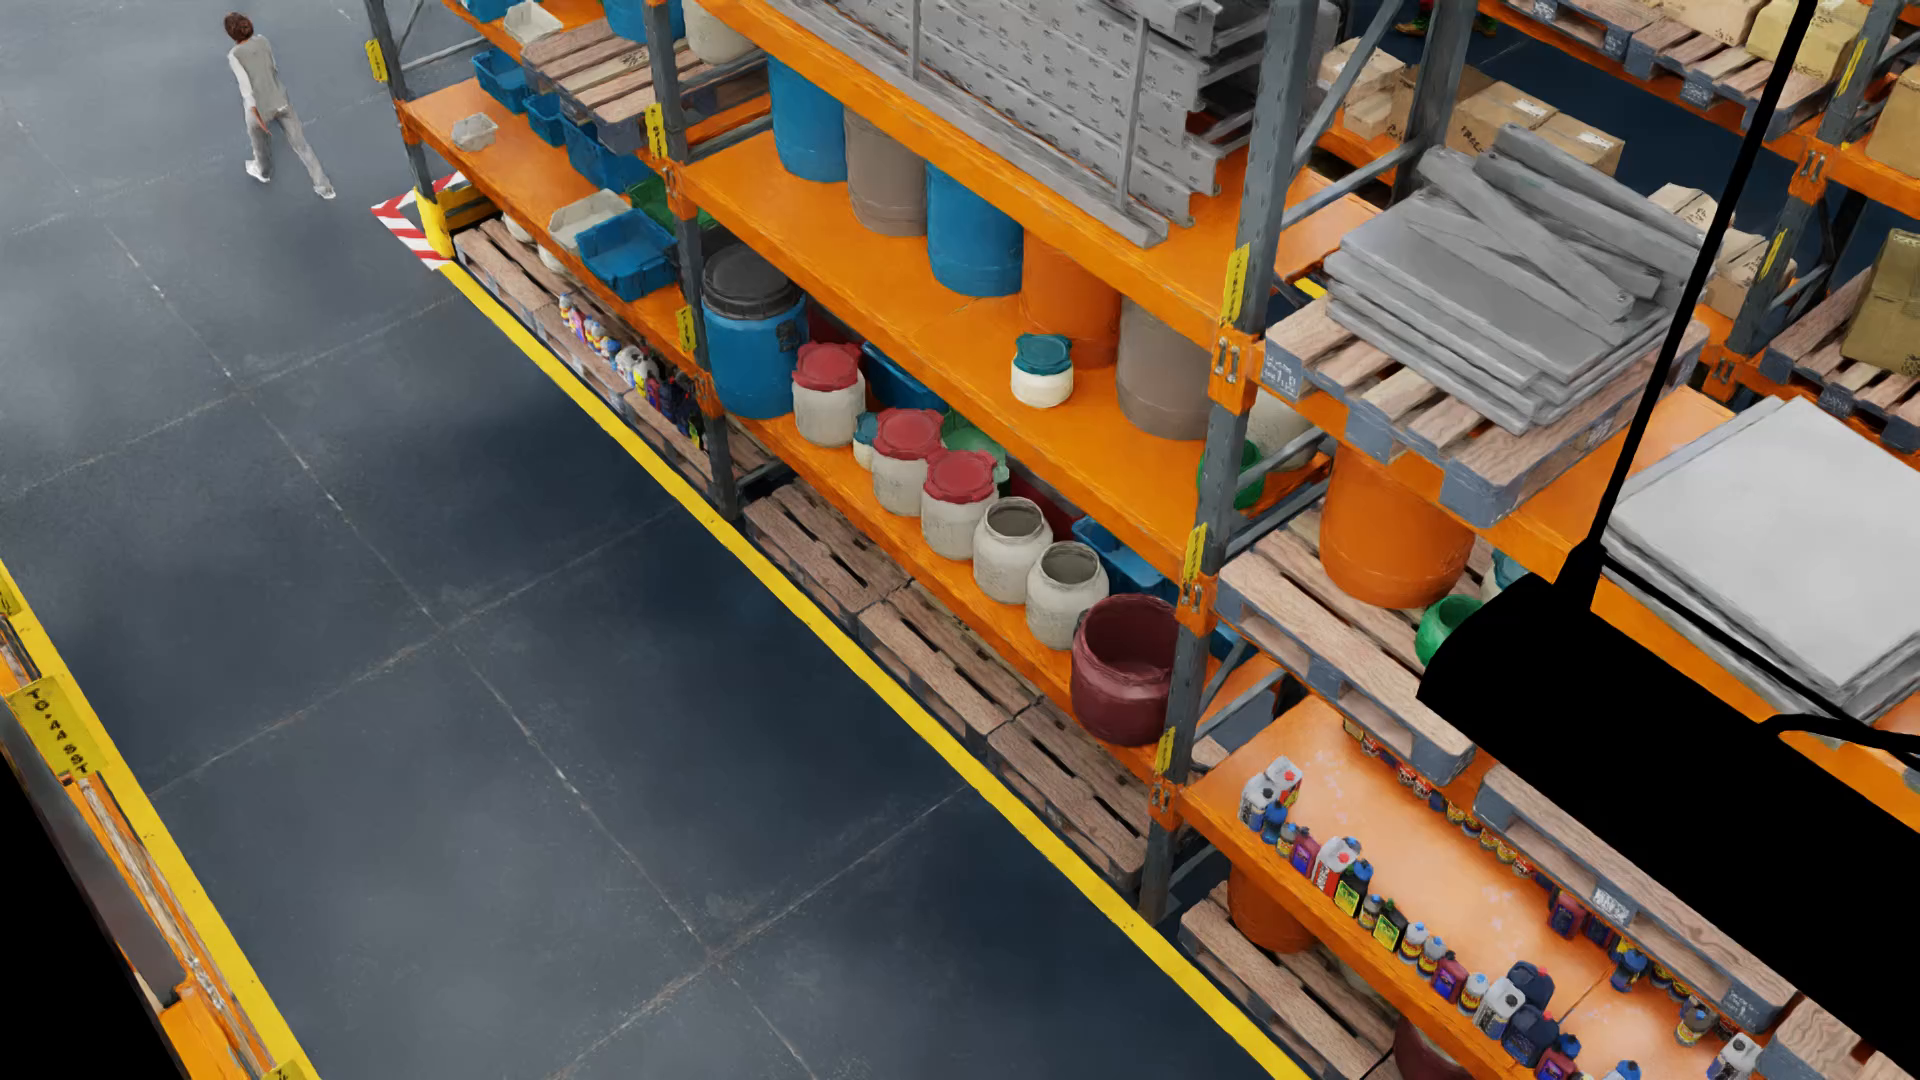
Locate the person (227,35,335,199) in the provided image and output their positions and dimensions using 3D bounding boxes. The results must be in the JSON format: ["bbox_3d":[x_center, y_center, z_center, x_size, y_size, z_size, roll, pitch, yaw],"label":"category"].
[{"bbox_3d":[-5.506,-3.382,13.268,0.957,1.315,0.354,32,54,27],"label":"person"}]

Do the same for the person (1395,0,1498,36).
[{"bbox_3d":[4.509,-5.232,14.902,0.829,1.493,0.619,24,51,21],"label":"person"}]
